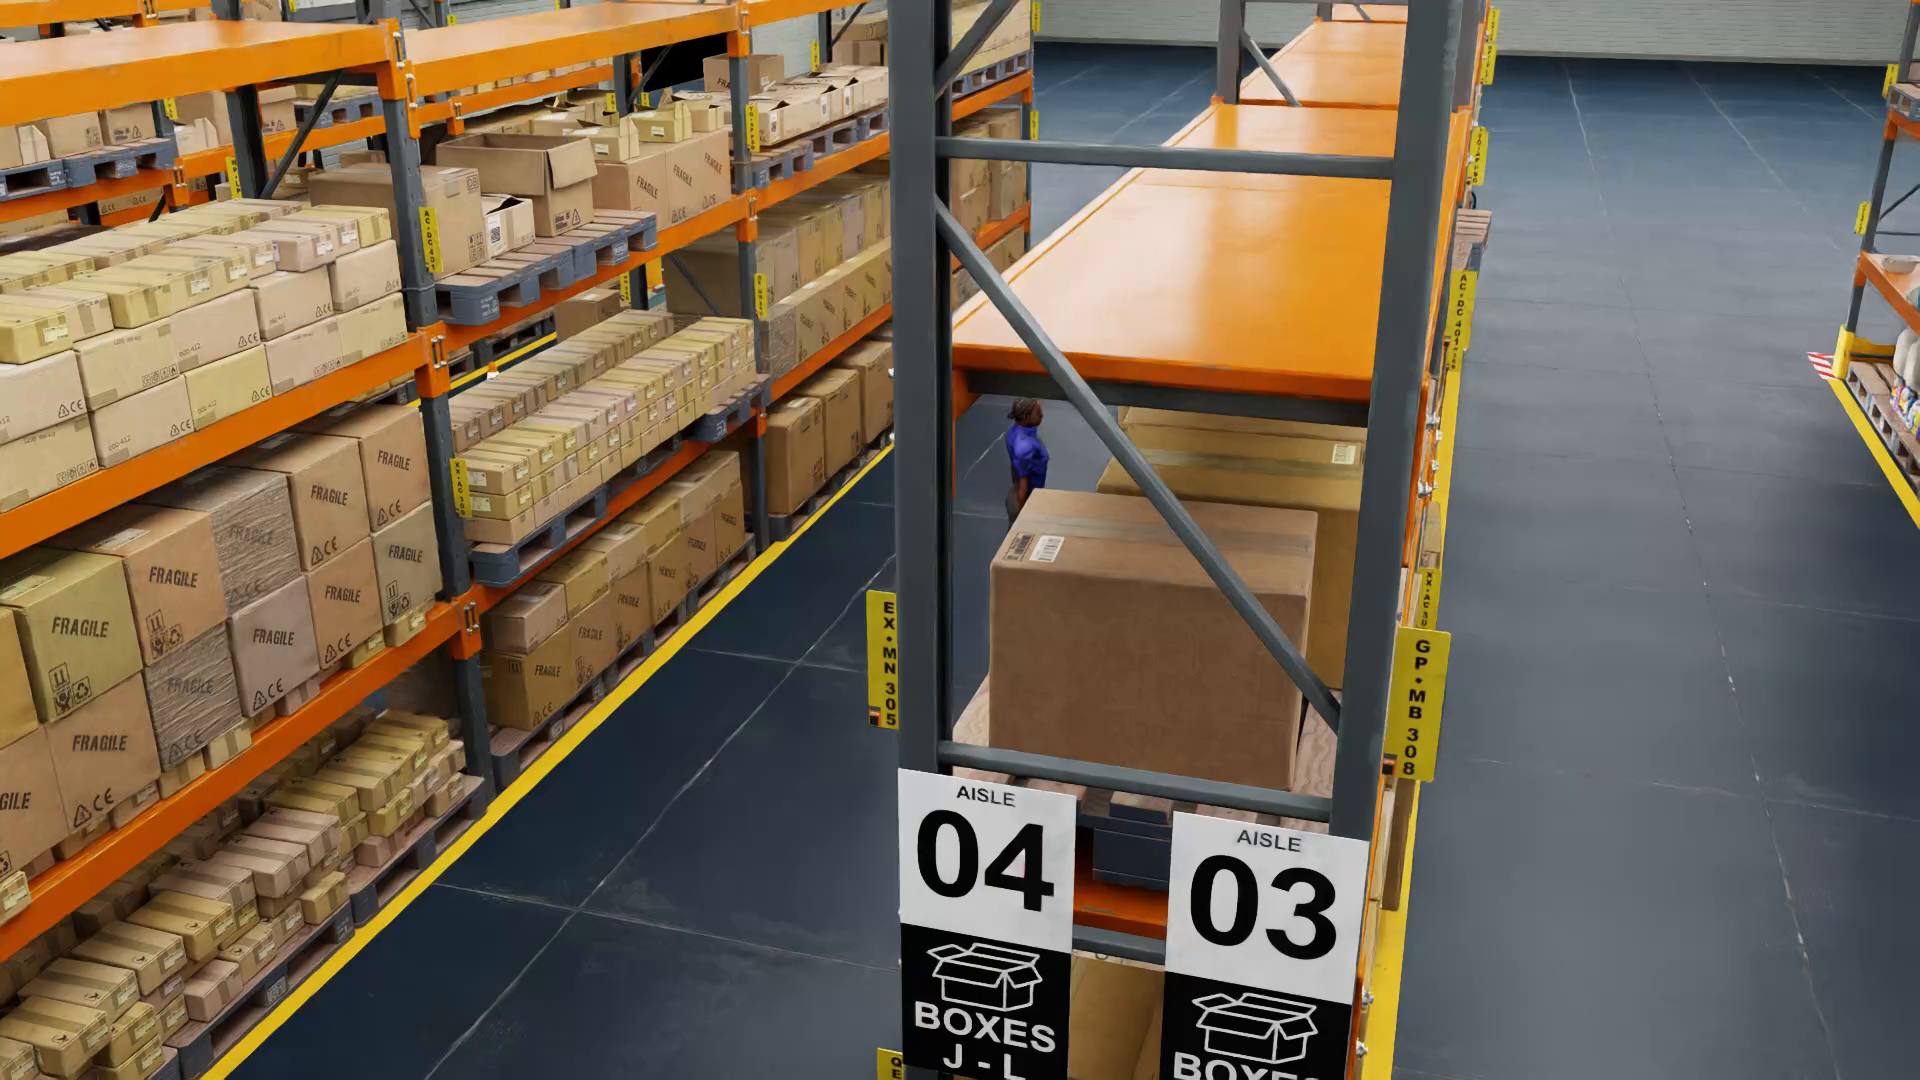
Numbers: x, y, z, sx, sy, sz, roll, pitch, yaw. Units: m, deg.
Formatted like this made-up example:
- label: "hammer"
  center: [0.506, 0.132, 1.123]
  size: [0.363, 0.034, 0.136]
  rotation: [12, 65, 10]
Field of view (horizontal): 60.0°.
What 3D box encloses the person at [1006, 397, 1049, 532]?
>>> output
- label: "person"
  center: [0.598, -0.249, 11.691]
  size: [0.682, 1.655, 0.479]
  rotation: [-2, 22, -5]
